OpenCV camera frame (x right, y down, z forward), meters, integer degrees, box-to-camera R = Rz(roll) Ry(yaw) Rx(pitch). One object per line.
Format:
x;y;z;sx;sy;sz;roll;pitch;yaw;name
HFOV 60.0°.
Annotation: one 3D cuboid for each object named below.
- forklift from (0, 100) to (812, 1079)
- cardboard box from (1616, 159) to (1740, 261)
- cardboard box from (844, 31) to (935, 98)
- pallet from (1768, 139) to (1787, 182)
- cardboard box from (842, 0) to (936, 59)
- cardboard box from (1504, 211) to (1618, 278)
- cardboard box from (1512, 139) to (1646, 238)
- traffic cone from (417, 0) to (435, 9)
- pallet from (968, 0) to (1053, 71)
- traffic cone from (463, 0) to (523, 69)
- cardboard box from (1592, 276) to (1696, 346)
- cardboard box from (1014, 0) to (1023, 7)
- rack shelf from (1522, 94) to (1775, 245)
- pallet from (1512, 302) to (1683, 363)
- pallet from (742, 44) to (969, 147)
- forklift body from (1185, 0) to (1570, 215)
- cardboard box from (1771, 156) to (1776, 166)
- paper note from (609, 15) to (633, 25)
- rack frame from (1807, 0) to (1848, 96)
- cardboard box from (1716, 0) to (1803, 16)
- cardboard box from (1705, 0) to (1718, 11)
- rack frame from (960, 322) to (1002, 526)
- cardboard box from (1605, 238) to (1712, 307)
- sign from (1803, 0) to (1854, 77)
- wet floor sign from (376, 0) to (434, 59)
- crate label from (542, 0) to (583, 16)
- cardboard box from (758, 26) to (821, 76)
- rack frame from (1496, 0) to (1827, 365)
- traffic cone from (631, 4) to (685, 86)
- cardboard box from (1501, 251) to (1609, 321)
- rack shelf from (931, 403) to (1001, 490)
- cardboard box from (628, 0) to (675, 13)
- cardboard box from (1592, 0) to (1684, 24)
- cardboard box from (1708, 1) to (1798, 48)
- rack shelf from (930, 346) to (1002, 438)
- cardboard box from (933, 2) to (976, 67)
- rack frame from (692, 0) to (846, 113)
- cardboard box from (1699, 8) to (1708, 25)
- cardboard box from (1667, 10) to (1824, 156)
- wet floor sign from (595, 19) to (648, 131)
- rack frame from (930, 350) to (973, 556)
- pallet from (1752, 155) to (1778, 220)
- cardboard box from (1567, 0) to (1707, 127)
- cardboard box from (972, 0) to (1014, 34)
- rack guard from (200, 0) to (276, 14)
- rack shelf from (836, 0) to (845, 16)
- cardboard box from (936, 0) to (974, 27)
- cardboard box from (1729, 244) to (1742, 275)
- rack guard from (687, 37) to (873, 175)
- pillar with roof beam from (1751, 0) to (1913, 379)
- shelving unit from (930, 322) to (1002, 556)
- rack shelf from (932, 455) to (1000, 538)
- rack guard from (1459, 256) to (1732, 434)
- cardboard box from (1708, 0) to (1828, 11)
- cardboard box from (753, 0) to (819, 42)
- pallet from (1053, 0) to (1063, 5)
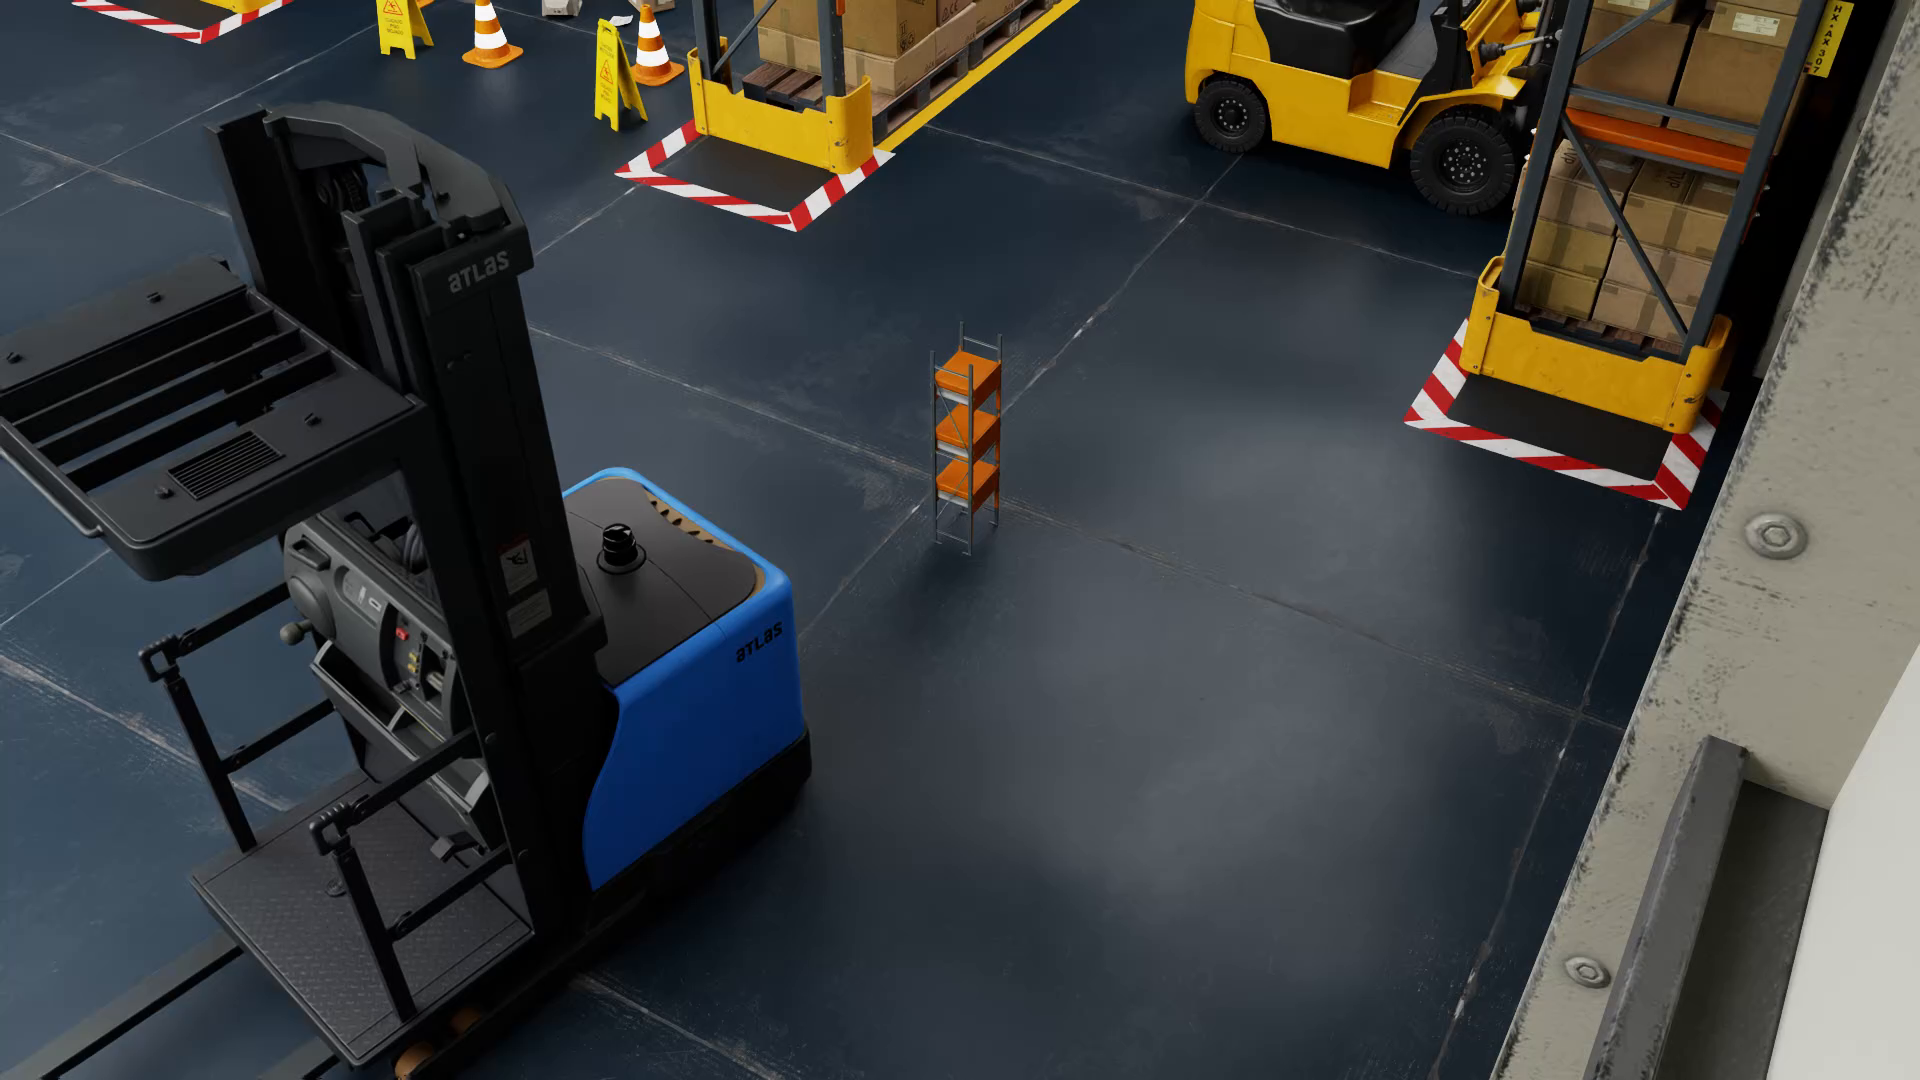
-1.945;0.334;4.969;1.130;2.935;3.031;32;50;31;forklift
3.564;-1.647;8.172;0.500;0.250;0.500;20;45;21;cardboard box
-0.497;-3.069;10.543;0.500;0.250;0.500;21;45;22;cardboard box
4.727;-2.735;10.511;1.003;0.211;1.213;21;45;22;pallet
-0.486;-3.364;10.311;0.500;0.500;0.500;19;45;21;cardboard box
3.132;-1.629;8.530;0.500;0.250;0.500;20;45;22;cardboard box
3.120;-1.801;8.347;0.500;0.250;0.500;22;46;23;cardboard box
-3.981;-4.034;11.797;0.336;0.463;0.334;21;45;22;traffic cone
-0.054;-3.718;11.628;1.003;0.211;1.213;21;45;22;pallet
-3.173;-3.466;11.151;0.336;0.463;0.334;21;45;22;traffic cone
3.574;-1.275;8.507;0.500;0.250;0.500;21;46;22;cardboard box
0.282;-3.963;11.559;0.500;0.250;0.500;22;46;23;cardboard box
4.160;-2.808;9.029;1.077;0.370;4.000;21;45;22;rack shelf
3.506;-1.338;8.926;1.003;0.211;1.213;21;45;22;pallet
-0.665;-3.023;10.839;1.003;0.211;1.213;21;45;22;pallet
2.529;-3.303;9.689;2.313;2.155;1.214;21;45;22;forklift body
4.589;-2.426;9.814;0.500;0.250;0.500;21;46;22;cardboard box
-2.391;-3.658;11.696;0.148;0.019;0.142;7;42;8;paper note
5.161;-4.222;10.090;1.000;3.000;0.127;21;45;22;rack frame
3.512;-2.448;7.284;0.380;0.149;0.250;20;45;21;cardboard box
3.622;-2.485;7.551;0.380;0.149;0.250;21;45;22;cardboard box
0.088;-0.494;7.333;0.200;1.050;0.008;21;45;22;rack frame
3.574;-1.447;8.324;0.500;0.250;0.500;22;46;23;cardboard box
3.637;-2.101;6.967;0.100;0.325;0.005;21;45;22;sign
-3.777;-3.597;11.162;0.267;0.644;0.232;14;43;15;wet floor sign
-2.833;-3.814;11.793;0.250;0.136;0.298;0;41;0;crate label
-0.957;-3.264;10.765;0.500;0.250;0.500;21;45;22;cardboard box
3.159;-1.933;7.491;1.000;3.000;0.127;21;45;22;rack frame
-2.042;-3.293;10.955;0.336;0.463;0.334;21;45;22;traffic cone
3.121;-1.432;8.685;0.500;0.250;0.500;21;46;22;cardboard box
0.027;-0.417;7.260;0.215;0.259;0.240;21;45;22;rack shelf
-2.234;-3.921;11.905;0.250;0.149;0.380;-21;45;-22;cardboard box
3.090;-2.505;7.574;0.380;0.149;0.250;22;46;23;cardboard box
3.553;-2.323;7.367;0.380;0.149;0.250;20;45;21;cardboard box
0.027;-0.630;7.073;0.215;0.259;0.240;21;45;22;rack shelf
-0.235;-3.358;10.872;0.500;0.250;0.500;23;46;24;cardboard box
-1.140;-3.573;9.353;1.000;3.000;0.127;21;45;22;rack frame
3.446;-2.633;8.210;0.500;0.500;0.500;22;46;23;cardboard box
3.648;-2.163;7.676;0.500;0.500;0.500;22;46;23;cardboard box
-2.162;-2.934;10.410;0.232;0.644;0.267;-29;49;-29;wet floor sign
-0.034;-0.355;7.174;0.200;1.050;0.008;21;45;22;rack frame
4.117;-2.034;9.715;1.003;0.211;1.213;21;45;22;pallet
3.178;-2.339;7.877;0.500;0.500;0.500;20;45;21;cardboard box
0.027;-3.675;11.231;0.500;0.250;0.500;24;47;25;cardboard box
-5.488;-4.200;11.957;1.175;0.500;0.348;21;45;22;rack guard
-0.139;-4.447;10.890;1.077;0.370;4.000;21;45;22;rack shelf
-0.228;-3.665;10.652;0.500;0.500;0.500;19;45;21;cardboard box
3.850;-1.555;8.825;0.500;0.250;0.500;21;46;22;cardboard box
-1.102;-2.678;10.229;1.175;0.500;0.348;21;45;22;rack guard
0.561;-5.709;7.239;9.100;9.000;0.400;21;45;22;pillar with roof beam
0.027;-0.425;7.253;0.215;1.050;0.252;21;45;22;shelving unit
0.027;-0.208;7.444;0.215;0.259;0.240;21;45;22;rack shelf
3.147;-0.982;8.302;1.175;0.500;0.348;21;45;22;rack guard
3.889;-2.468;8.023;0.500;0.500;0.500;22;46;23;cardboard box
-0.965;-3.525;10.494;0.500;0.500;0.500;21;46;22;cardboard box
0.556;-4.419;12.424;1.003;0.211;1.213;21;45;22;pallet
